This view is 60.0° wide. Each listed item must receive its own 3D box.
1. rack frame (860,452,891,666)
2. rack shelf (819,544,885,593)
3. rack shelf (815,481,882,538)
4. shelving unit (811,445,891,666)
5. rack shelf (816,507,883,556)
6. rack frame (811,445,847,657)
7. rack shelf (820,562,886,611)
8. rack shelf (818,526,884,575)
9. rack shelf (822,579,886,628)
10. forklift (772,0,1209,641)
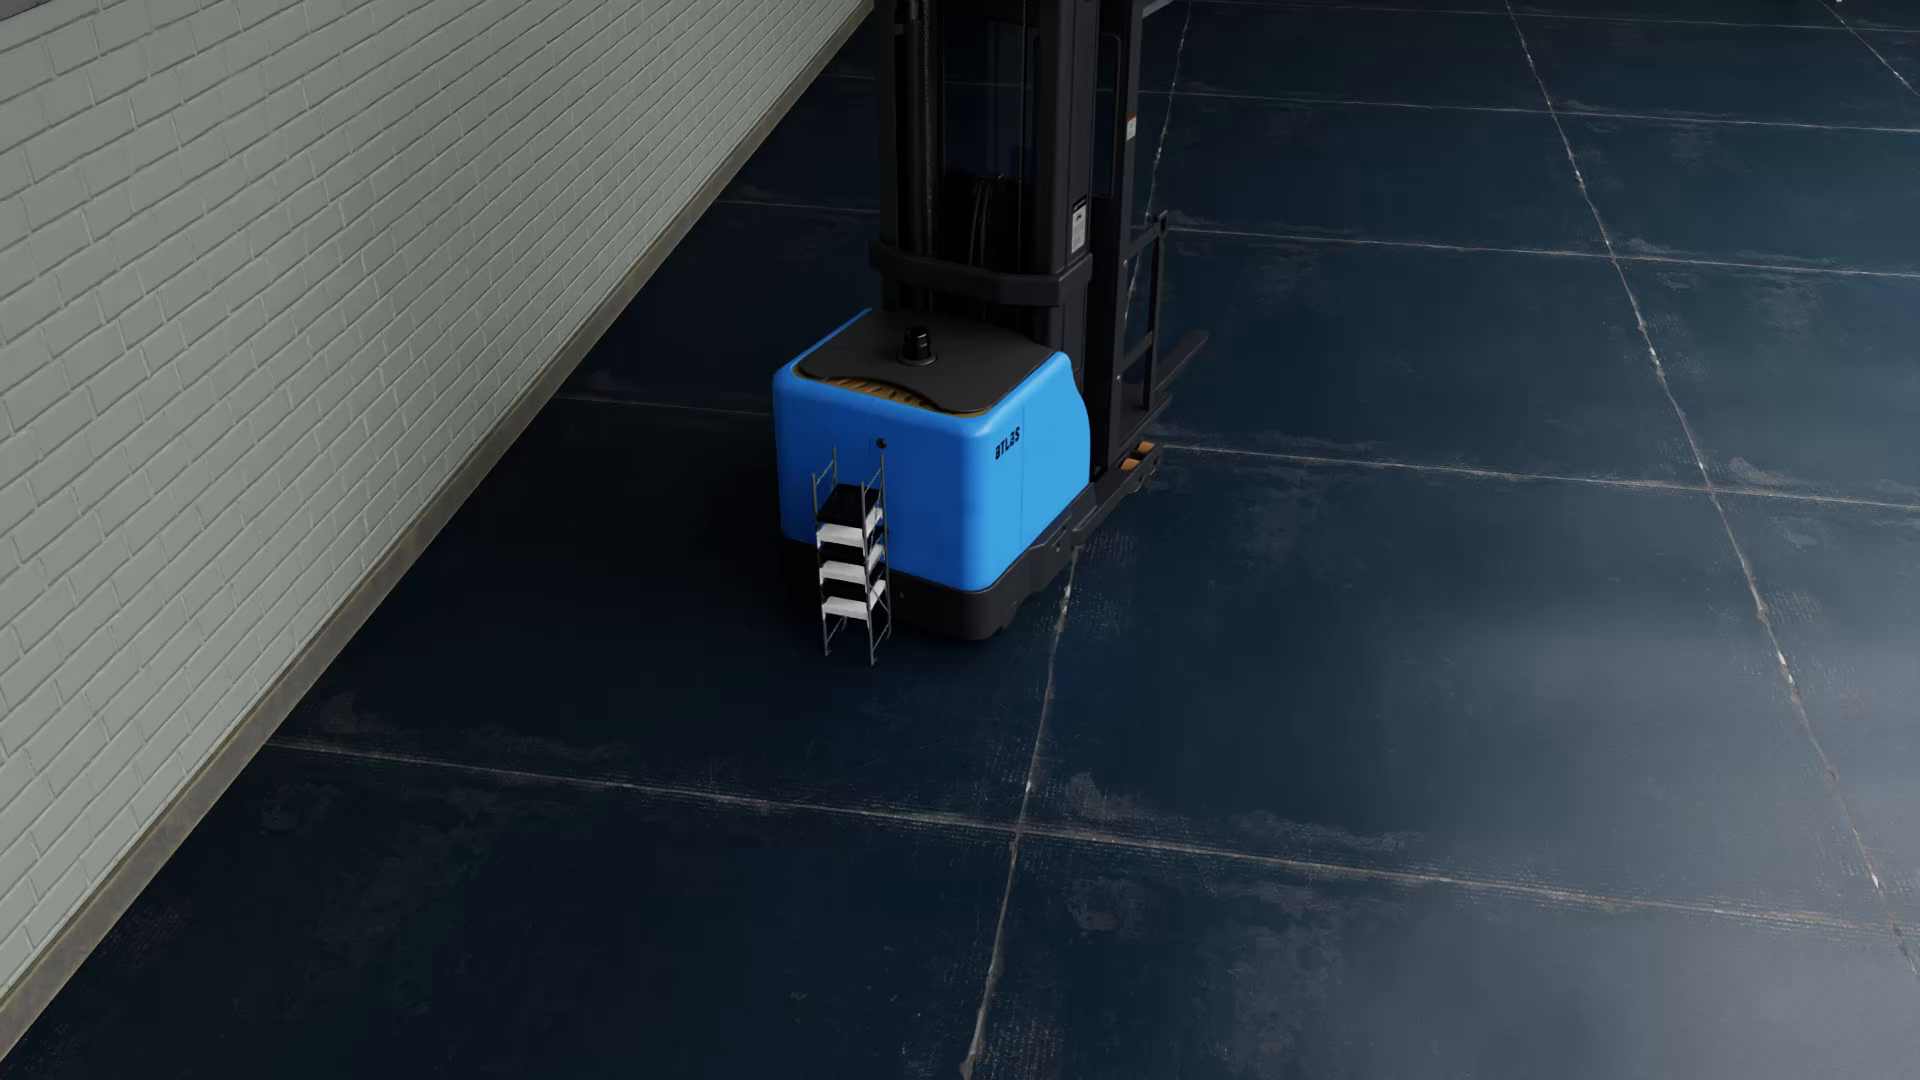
[{"bbox_3d":[-0.339,0.088,6.750,0.006,0.900,0.240,10,36,15],"label":"rack frame"},{"bbox_3d":[-0.435,0.099,6.795,0.200,0.077,0.258,10,36,15],"label":"rack shelf"},{"bbox_3d":[-0.439,-0.124,6.642,0.200,0.077,0.258,10,36,15],"label":"rack shelf"},{"bbox_3d":[-0.436,0.071,6.776,0.210,0.900,0.258,10,36,15],"label":"shelving unit"},{"bbox_3d":[-0.438,-0.049,6.693,0.200,0.077,0.258,10,36,15],"label":"rack shelf"},{"bbox_3d":[-0.532,0.055,6.802,0.006,0.900,0.240,10,36,15],"label":"rack frame"},{"bbox_3d":[-0.434,0.173,6.846,0.200,0.077,0.258,10,36,15],"label":"rack shelf"},{"bbox_3d":[-0.436,0.025,6.744,0.200,0.077,0.258,10,36,15],"label":"rack shelf"},{"bbox_3d":[-0.433,0.247,6.897,0.200,0.077,0.258,10,36,15],"label":"rack shelf"},{"bbox_3d":[0.355,-1.579,7.510,1.130,2.935,3.031,16,35,24],"label":"forklift"}]
